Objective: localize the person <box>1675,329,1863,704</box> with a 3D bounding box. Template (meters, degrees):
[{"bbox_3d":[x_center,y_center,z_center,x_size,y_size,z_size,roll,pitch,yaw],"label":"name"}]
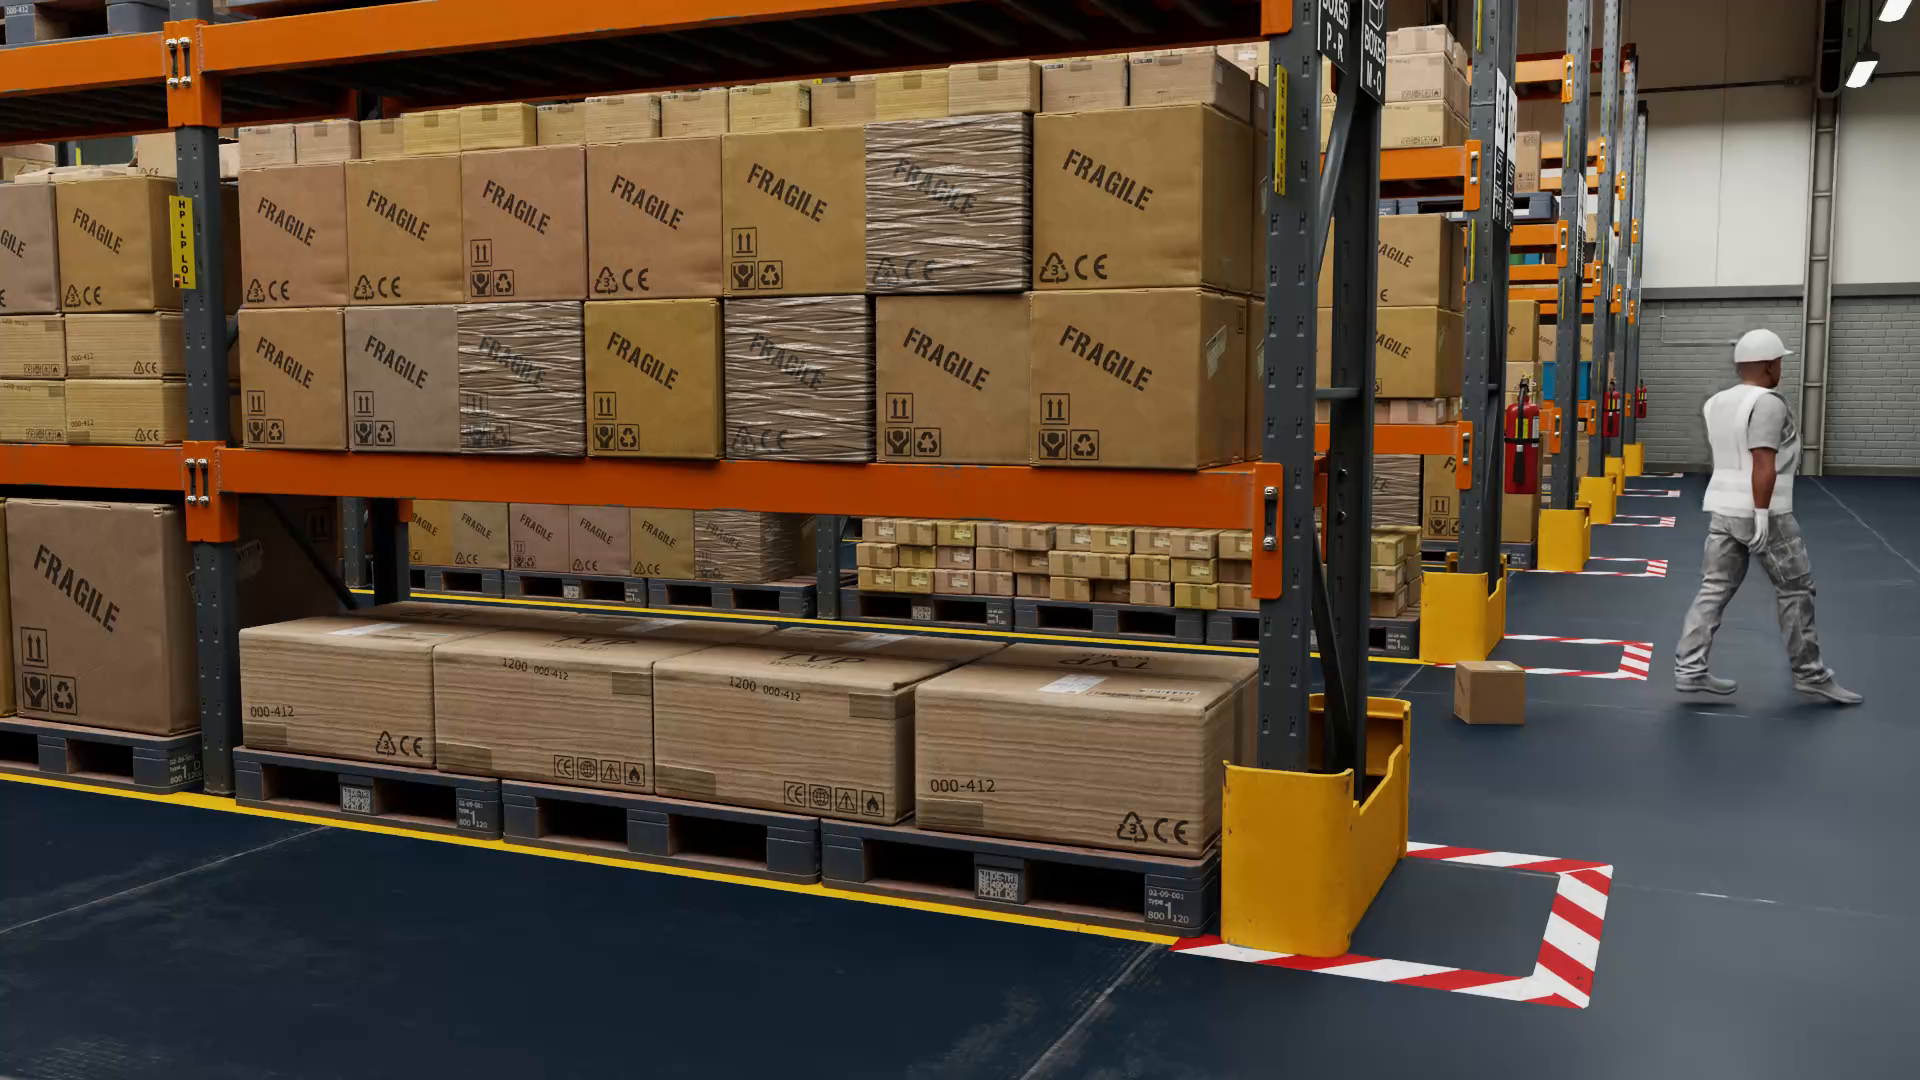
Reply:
[{"bbox_3d":[3.864,-0.119,8.020,0.850,1.779,0.591,-1,6,-10],"label":"person"}]
